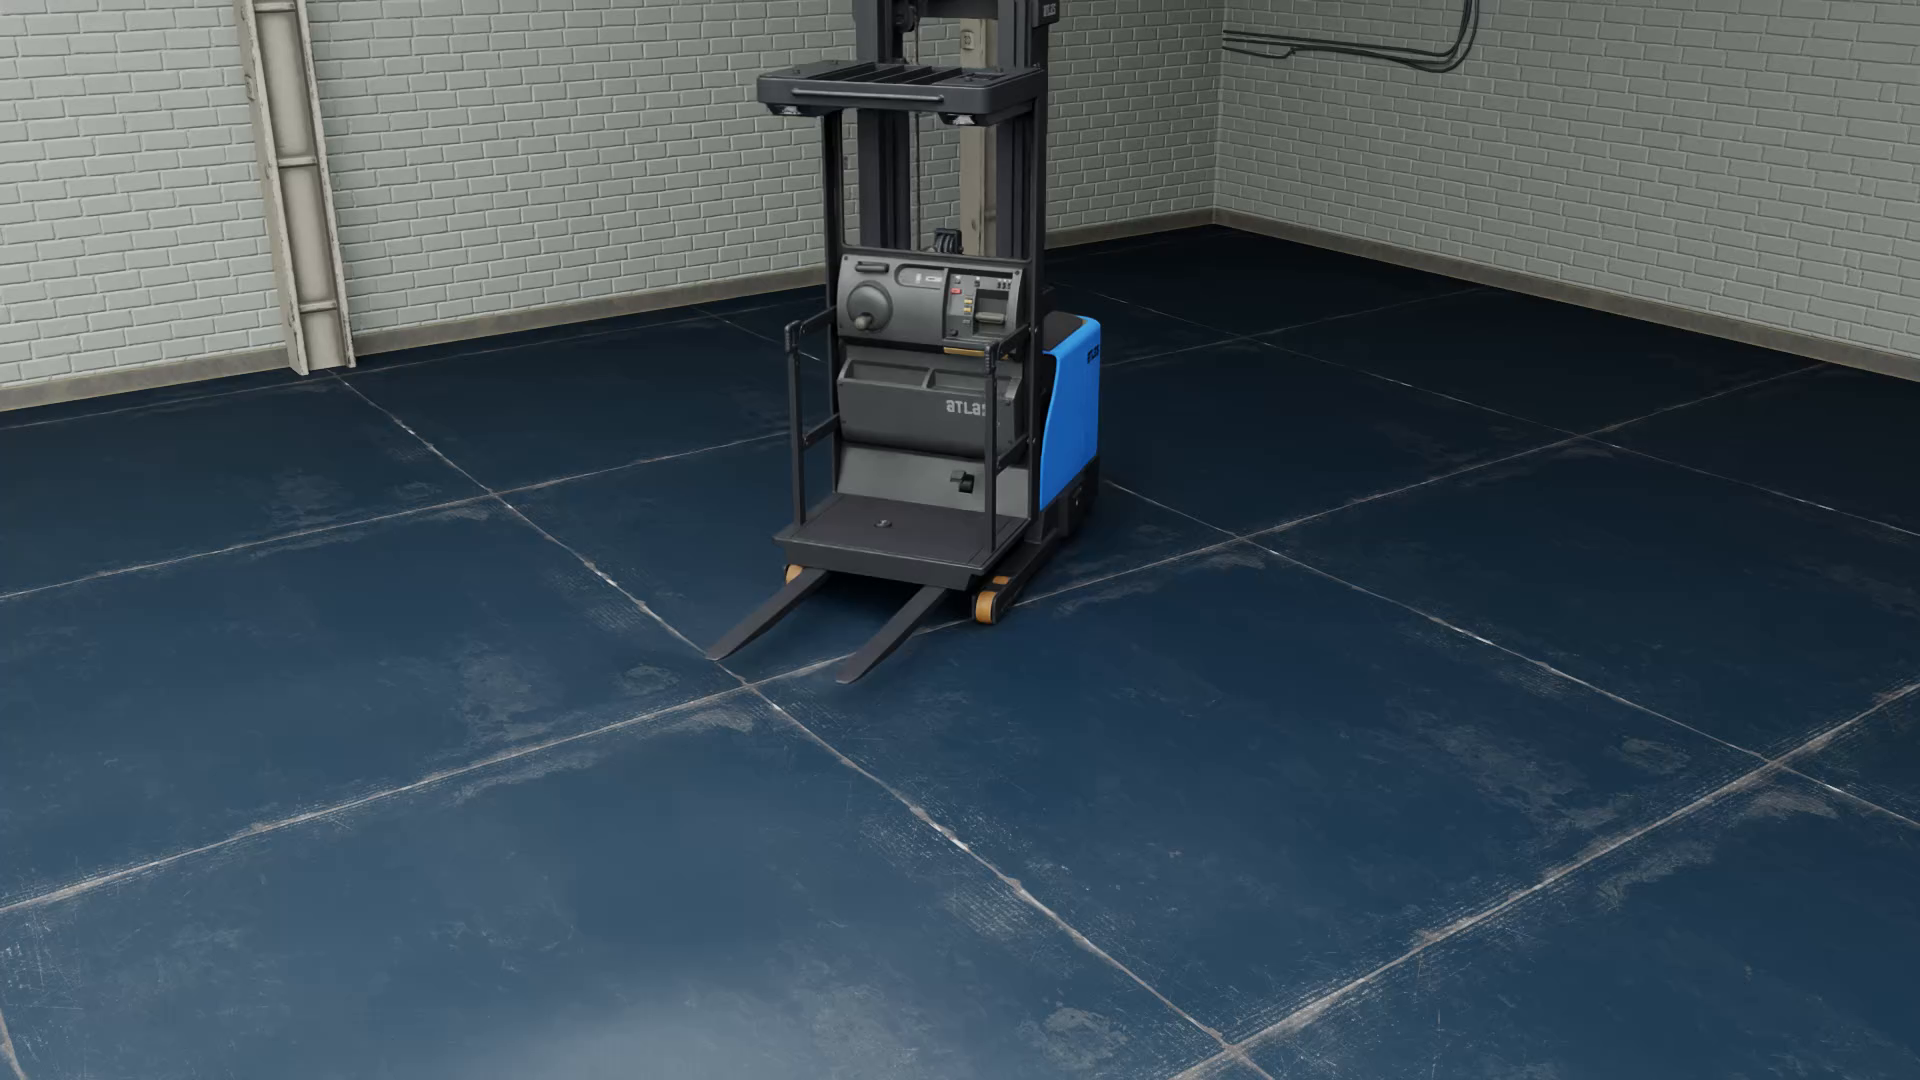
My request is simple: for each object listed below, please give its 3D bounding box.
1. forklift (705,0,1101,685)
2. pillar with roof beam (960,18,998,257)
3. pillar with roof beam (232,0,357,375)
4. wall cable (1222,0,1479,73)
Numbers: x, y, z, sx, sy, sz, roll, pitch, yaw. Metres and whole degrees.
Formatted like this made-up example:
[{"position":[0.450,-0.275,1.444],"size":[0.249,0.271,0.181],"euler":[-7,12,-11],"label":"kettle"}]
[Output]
[{"position":[-0.226,-1.133,7.781],"size":[1.130,2.935,3.031],"euler":[8,23,20],"label":"forklift"},{"position":[2.765,-5.444,10.398],"size":[0.400,9.000,9.100],"euler":[-15,26,-33],"label":"pillar with roof beam"},{"position":[-2.105,-4.146,7.144],"size":[0.400,9.000,9.100],"euler":[-15,26,-33],"label":"pillar with roof beam"},{"position":[3.415,-5.537,14.820],"size":[0.112,2.526,3.097],"euler":[-15,26,-33],"label":"wall cable"}]
